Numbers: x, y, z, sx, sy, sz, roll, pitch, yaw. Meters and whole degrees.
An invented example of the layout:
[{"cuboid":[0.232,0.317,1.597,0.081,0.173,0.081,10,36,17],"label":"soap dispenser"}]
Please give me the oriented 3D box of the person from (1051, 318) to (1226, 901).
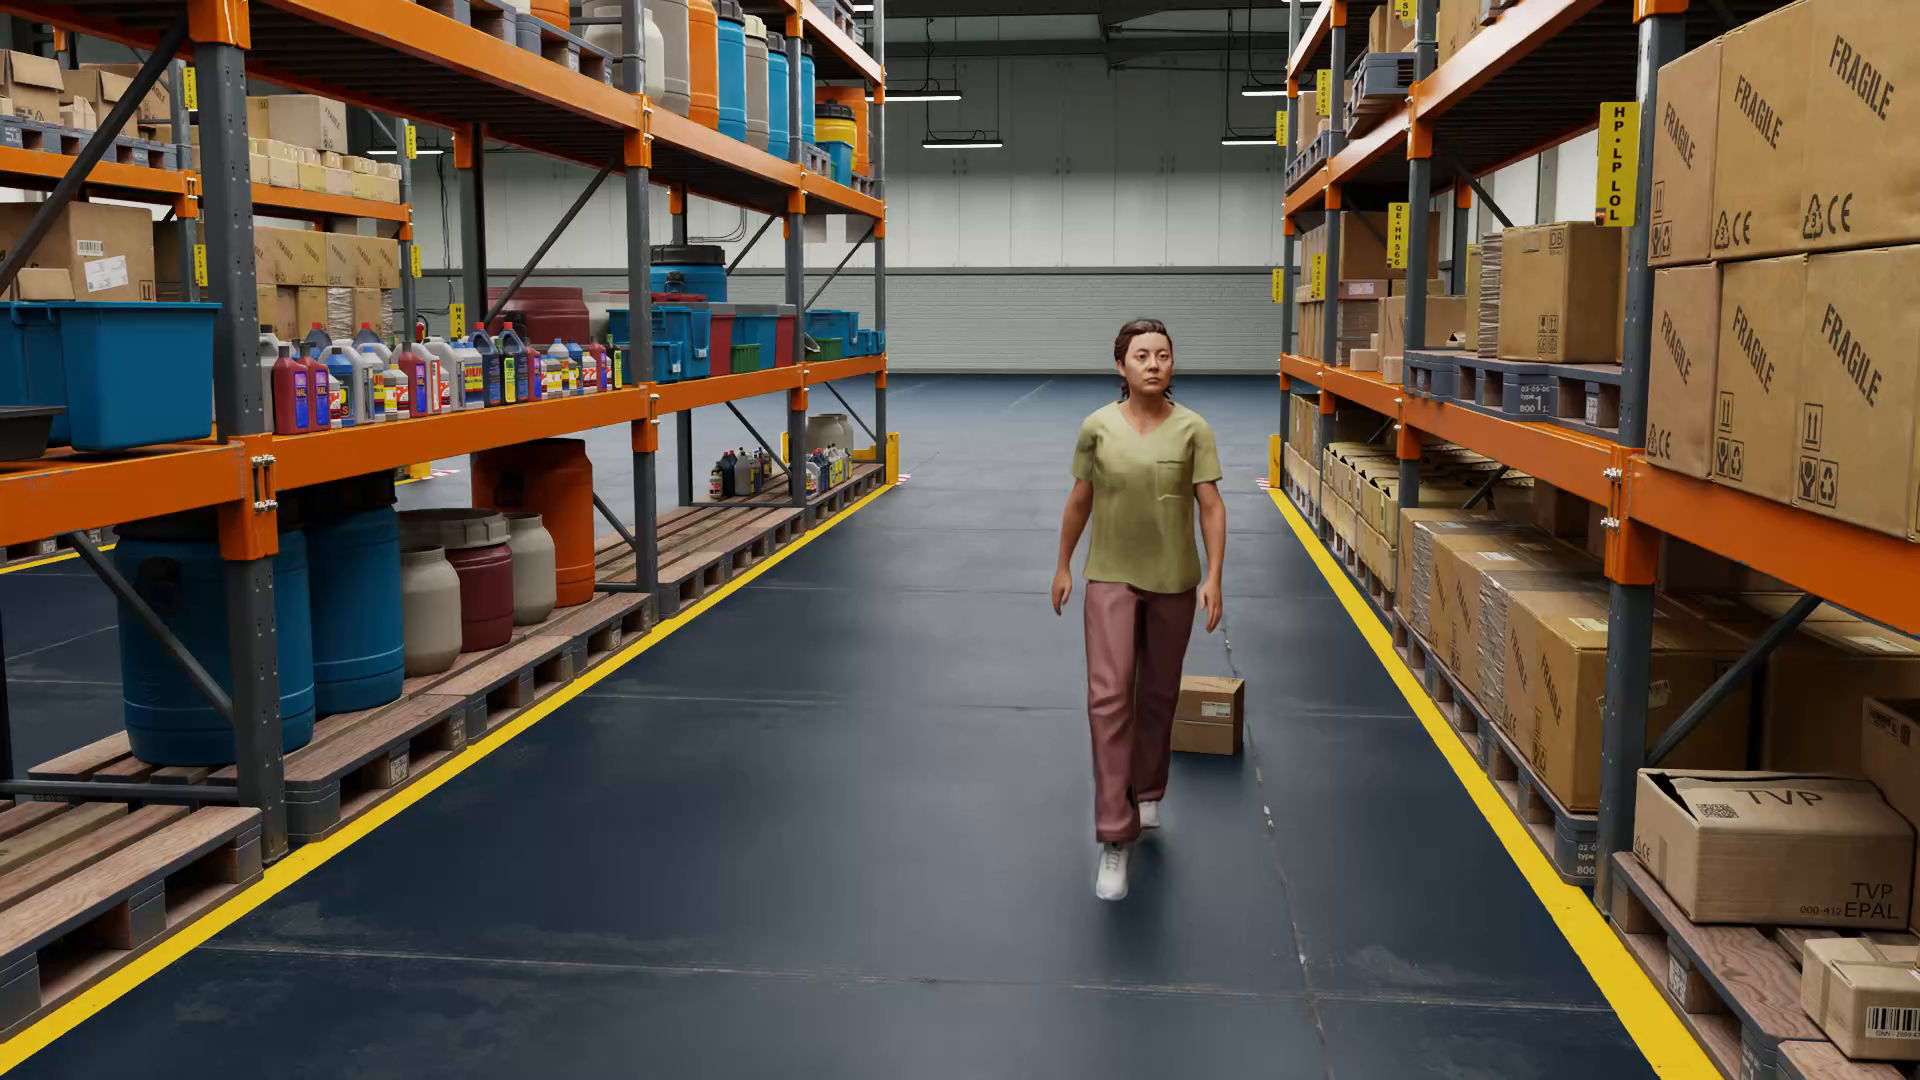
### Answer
[{"cuboid":[0.547,0.167,5.099,0.525,1.677,0.825,0,8,2],"label":"person"}]
